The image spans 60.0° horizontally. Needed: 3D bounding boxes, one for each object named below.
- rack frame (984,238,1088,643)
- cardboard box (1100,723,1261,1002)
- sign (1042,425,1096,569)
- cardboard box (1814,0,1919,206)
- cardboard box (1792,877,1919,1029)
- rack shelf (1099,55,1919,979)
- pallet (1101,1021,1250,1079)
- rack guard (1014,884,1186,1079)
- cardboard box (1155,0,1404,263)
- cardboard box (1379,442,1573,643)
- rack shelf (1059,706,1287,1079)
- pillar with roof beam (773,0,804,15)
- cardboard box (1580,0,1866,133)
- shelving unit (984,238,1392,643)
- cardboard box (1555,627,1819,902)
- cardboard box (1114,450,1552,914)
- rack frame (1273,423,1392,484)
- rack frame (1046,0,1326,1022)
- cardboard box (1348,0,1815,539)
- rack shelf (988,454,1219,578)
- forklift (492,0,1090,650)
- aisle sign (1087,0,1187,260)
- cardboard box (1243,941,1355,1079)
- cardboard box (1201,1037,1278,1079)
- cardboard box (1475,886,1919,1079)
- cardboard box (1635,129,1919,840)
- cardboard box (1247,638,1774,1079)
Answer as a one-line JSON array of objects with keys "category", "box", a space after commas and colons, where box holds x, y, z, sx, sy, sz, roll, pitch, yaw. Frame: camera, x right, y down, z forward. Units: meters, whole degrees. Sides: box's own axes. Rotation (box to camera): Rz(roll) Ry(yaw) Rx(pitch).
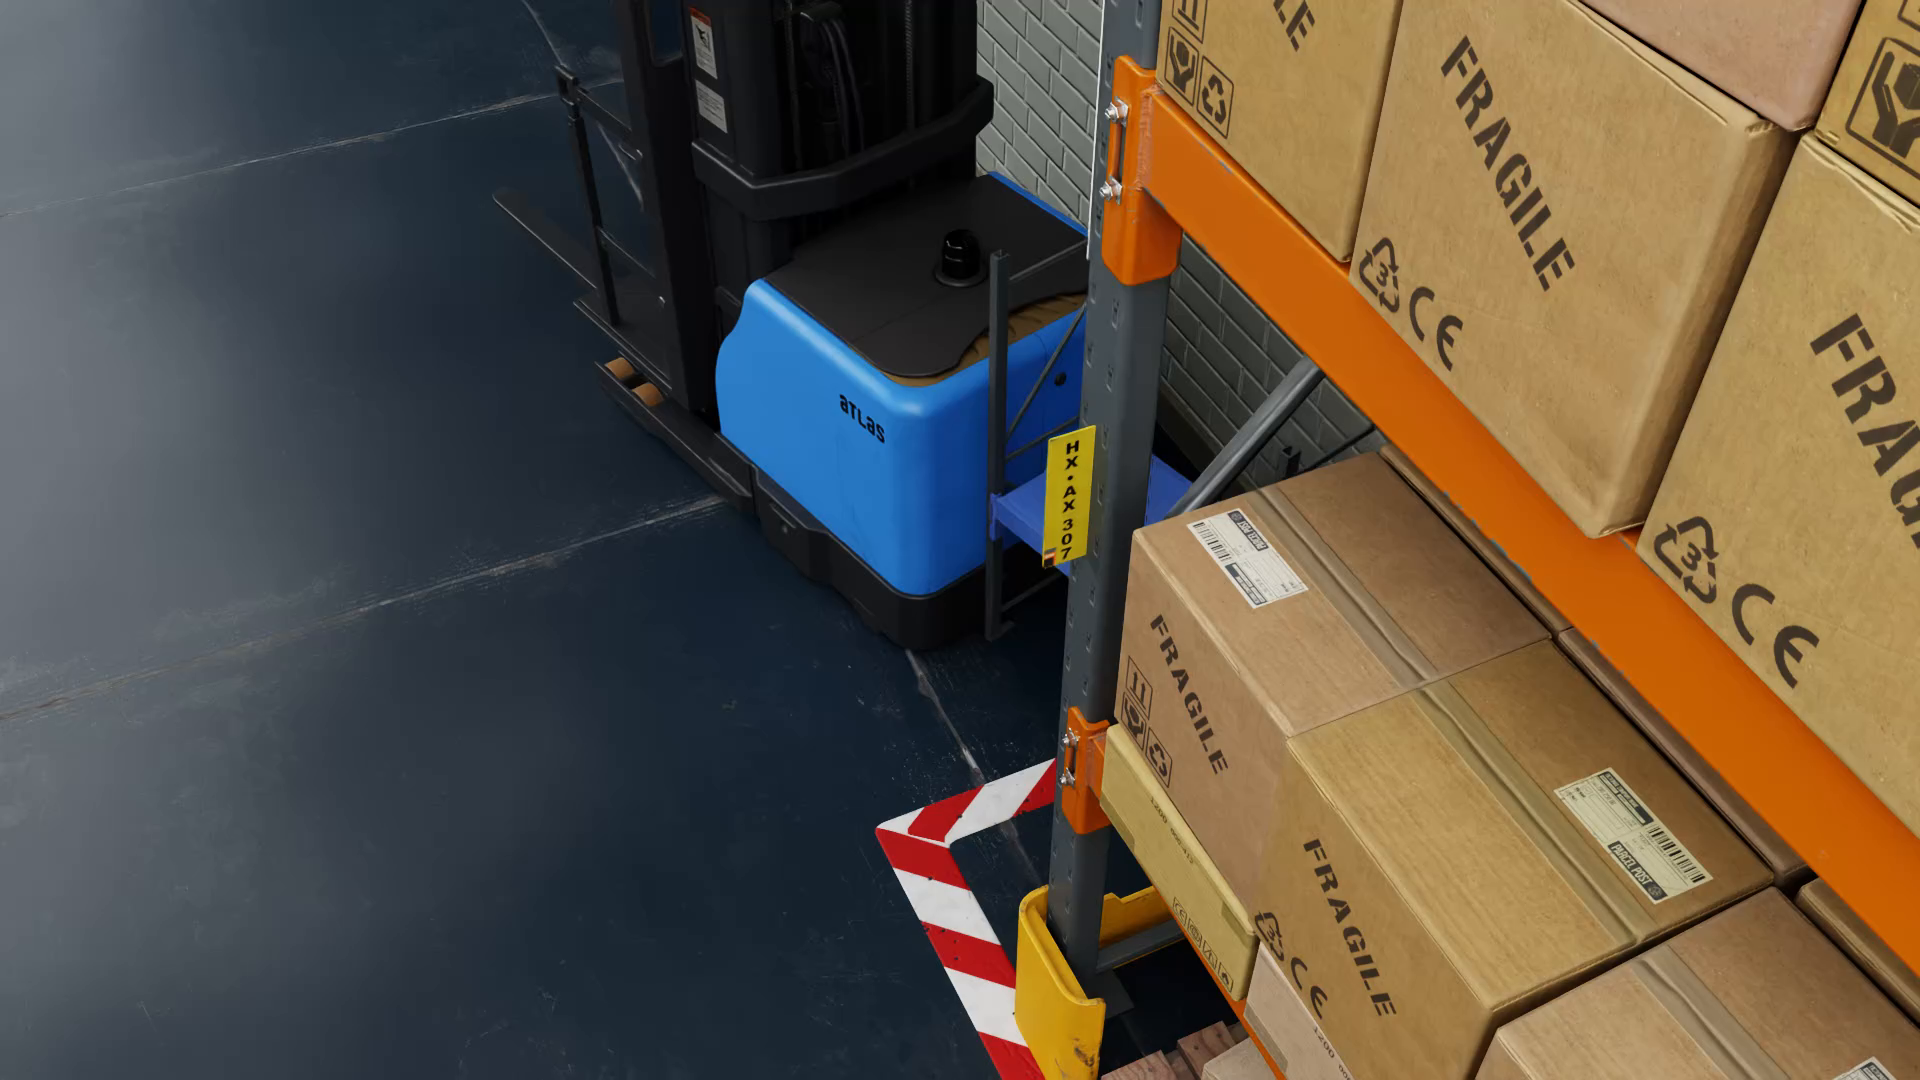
[{"category": "rack frame", "box": [0.281, -0.321, 5.008, 0.500, 1.500, 0.032, -30, 52, -27]}, {"category": "cardboard box", "box": [0.612, 0.523, 3.177, 0.500, 0.250, 0.500, -19, 48, -19]}, {"category": "sign", "box": [0.203, -0.076, 3.075, 0.100, 0.325, 0.005, -18, 47, -17]}, {"category": "cardboard box", "box": [1.028, -0.420, 1.107, 0.500, 0.500, 0.500, -17, 47, -16]}, {"category": "cardboard box", "box": [1.510, 0.740, 2.423, 0.500, 0.500, 0.500, -19, 48, -18]}, {"category": "rack shelf", "box": [1.536, 0.534, 1.449, 1.077, 0.370, 4.000, -18, 47, -17]}, {"category": "pallet", "box": [1.037, 1.641, 3.937, 1.003, 0.211, 1.213, -18, 47, -17]}, {"category": "rack guard", "box": [0.727, 1.010, 4.371, 1.175, 0.500, 0.348, -18, 47, -17]}, {"category": "cardboard box", "box": [0.609, -0.752, 2.155, 0.500, 0.500, 0.500, -17, 47, -16]}, {"category": "cardboard box", "box": [1.086, 0.088, 3.083, 0.500, 0.500, 0.500, -19, 48, -18]}, {"category": "rack shelf", "box": [1.536, 1.602, 2.503, 1.077, 0.370, 4.000, -18, 47, -17]}, {"category": "pillar with roof beam", "box": [-4.654, -4.426, 3.828, 9.100, 9.000, 0.400, -18, 47, -17]}, {"category": "cardboard box", "box": [0.802, -0.743, 1.434, 0.500, 0.500, 0.500, -19, 48, -18]}, {"category": "shelving unit", "box": [0.607, -0.047, 4.730, 0.538, 1.500, 1.048, -30, 52, -27]}, {"category": "cardboard box", "box": [1.289, 0.412, 2.755, 0.500, 0.500, 0.500, -17, 47, -17]}, {"category": "cardboard box", "box": [0.623, 0.244, 2.926, 0.500, 0.500, 0.500, -18, 47, -17]}, {"category": "rack frame", "box": [0.934, 0.226, 4.453, 0.500, 1.500, 0.032, -30, 52, -27]}, {"category": "rack frame", "box": [0.695, 0.072, 3.542, 1.000, 3.000, 0.127, -18, 47, -17]}, {"category": "cardboard box", "box": [0.803, -0.399, 1.798, 0.500, 0.500, 0.500, -15, 47, -15]}, {"category": "rack shelf", "box": [0.607, 0.081, 4.857, 0.538, 0.185, 1.000, -30, 52, -27]}, {"category": "forklift", "box": [-0.714, -1.661, 5.346, 1.130, 2.935, 3.031, -30, 52, -27]}, {"category": "aisle sign", "box": [0.393, -0.811, 2.585, 0.394, 0.787, 0.004, -18, 47, -17]}, {"category": "cardboard box", "box": [0.844, 0.849, 2.846, 0.500, 0.250, 0.500, -19, 48, -19]}, {"category": "cardboard box", "box": [0.905, 1.339, 3.858, 0.500, 0.311, 0.500, -23, 49, -22]}, {"category": "cardboard box", "box": [1.034, 0.893, 2.268, 0.500, 0.500, 0.500, -20, 48, -19]}, {"category": "cardboard box", "box": [1.024, -0.070, 1.464, 0.500, 0.500, 0.500, -16, 47, -16]}, {"category": "cardboard box", "box": [0.822, 0.562, 2.604, 0.500, 0.500, 0.500, -18, 47, -17]}]
